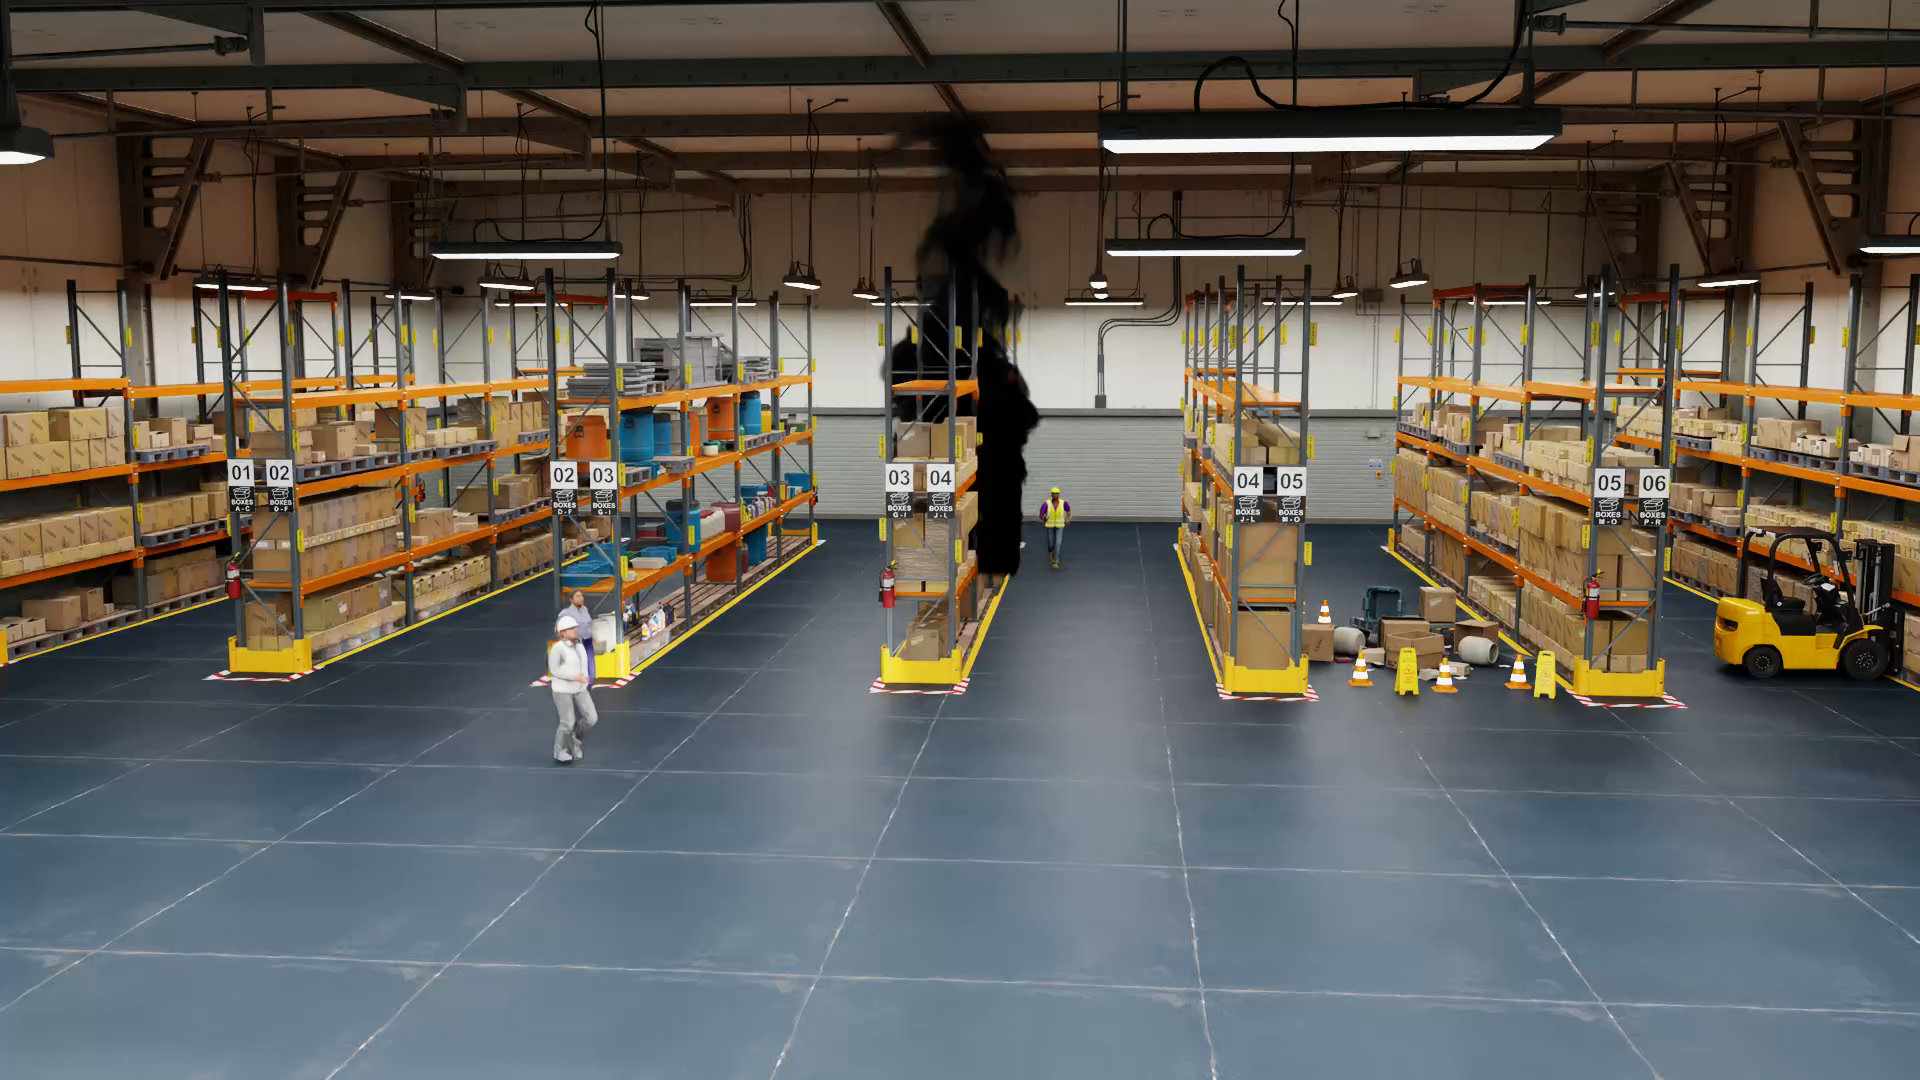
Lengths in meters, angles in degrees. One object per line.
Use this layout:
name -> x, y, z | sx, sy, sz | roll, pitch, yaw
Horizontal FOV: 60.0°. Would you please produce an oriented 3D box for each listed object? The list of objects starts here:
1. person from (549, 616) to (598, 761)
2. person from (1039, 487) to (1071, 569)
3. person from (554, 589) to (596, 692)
person -> -4.533, 1.763, 19.563 | 0.648, 1.756, 0.679 | 4, 8, 32
person -> 2.072, -0.274, 36.227 | 0.702, 1.747, 0.946 | 0, 7, 1
person -> -5.241, 1.466, 22.710 | 0.593, 1.608, 0.611 | 5, 9, 38
